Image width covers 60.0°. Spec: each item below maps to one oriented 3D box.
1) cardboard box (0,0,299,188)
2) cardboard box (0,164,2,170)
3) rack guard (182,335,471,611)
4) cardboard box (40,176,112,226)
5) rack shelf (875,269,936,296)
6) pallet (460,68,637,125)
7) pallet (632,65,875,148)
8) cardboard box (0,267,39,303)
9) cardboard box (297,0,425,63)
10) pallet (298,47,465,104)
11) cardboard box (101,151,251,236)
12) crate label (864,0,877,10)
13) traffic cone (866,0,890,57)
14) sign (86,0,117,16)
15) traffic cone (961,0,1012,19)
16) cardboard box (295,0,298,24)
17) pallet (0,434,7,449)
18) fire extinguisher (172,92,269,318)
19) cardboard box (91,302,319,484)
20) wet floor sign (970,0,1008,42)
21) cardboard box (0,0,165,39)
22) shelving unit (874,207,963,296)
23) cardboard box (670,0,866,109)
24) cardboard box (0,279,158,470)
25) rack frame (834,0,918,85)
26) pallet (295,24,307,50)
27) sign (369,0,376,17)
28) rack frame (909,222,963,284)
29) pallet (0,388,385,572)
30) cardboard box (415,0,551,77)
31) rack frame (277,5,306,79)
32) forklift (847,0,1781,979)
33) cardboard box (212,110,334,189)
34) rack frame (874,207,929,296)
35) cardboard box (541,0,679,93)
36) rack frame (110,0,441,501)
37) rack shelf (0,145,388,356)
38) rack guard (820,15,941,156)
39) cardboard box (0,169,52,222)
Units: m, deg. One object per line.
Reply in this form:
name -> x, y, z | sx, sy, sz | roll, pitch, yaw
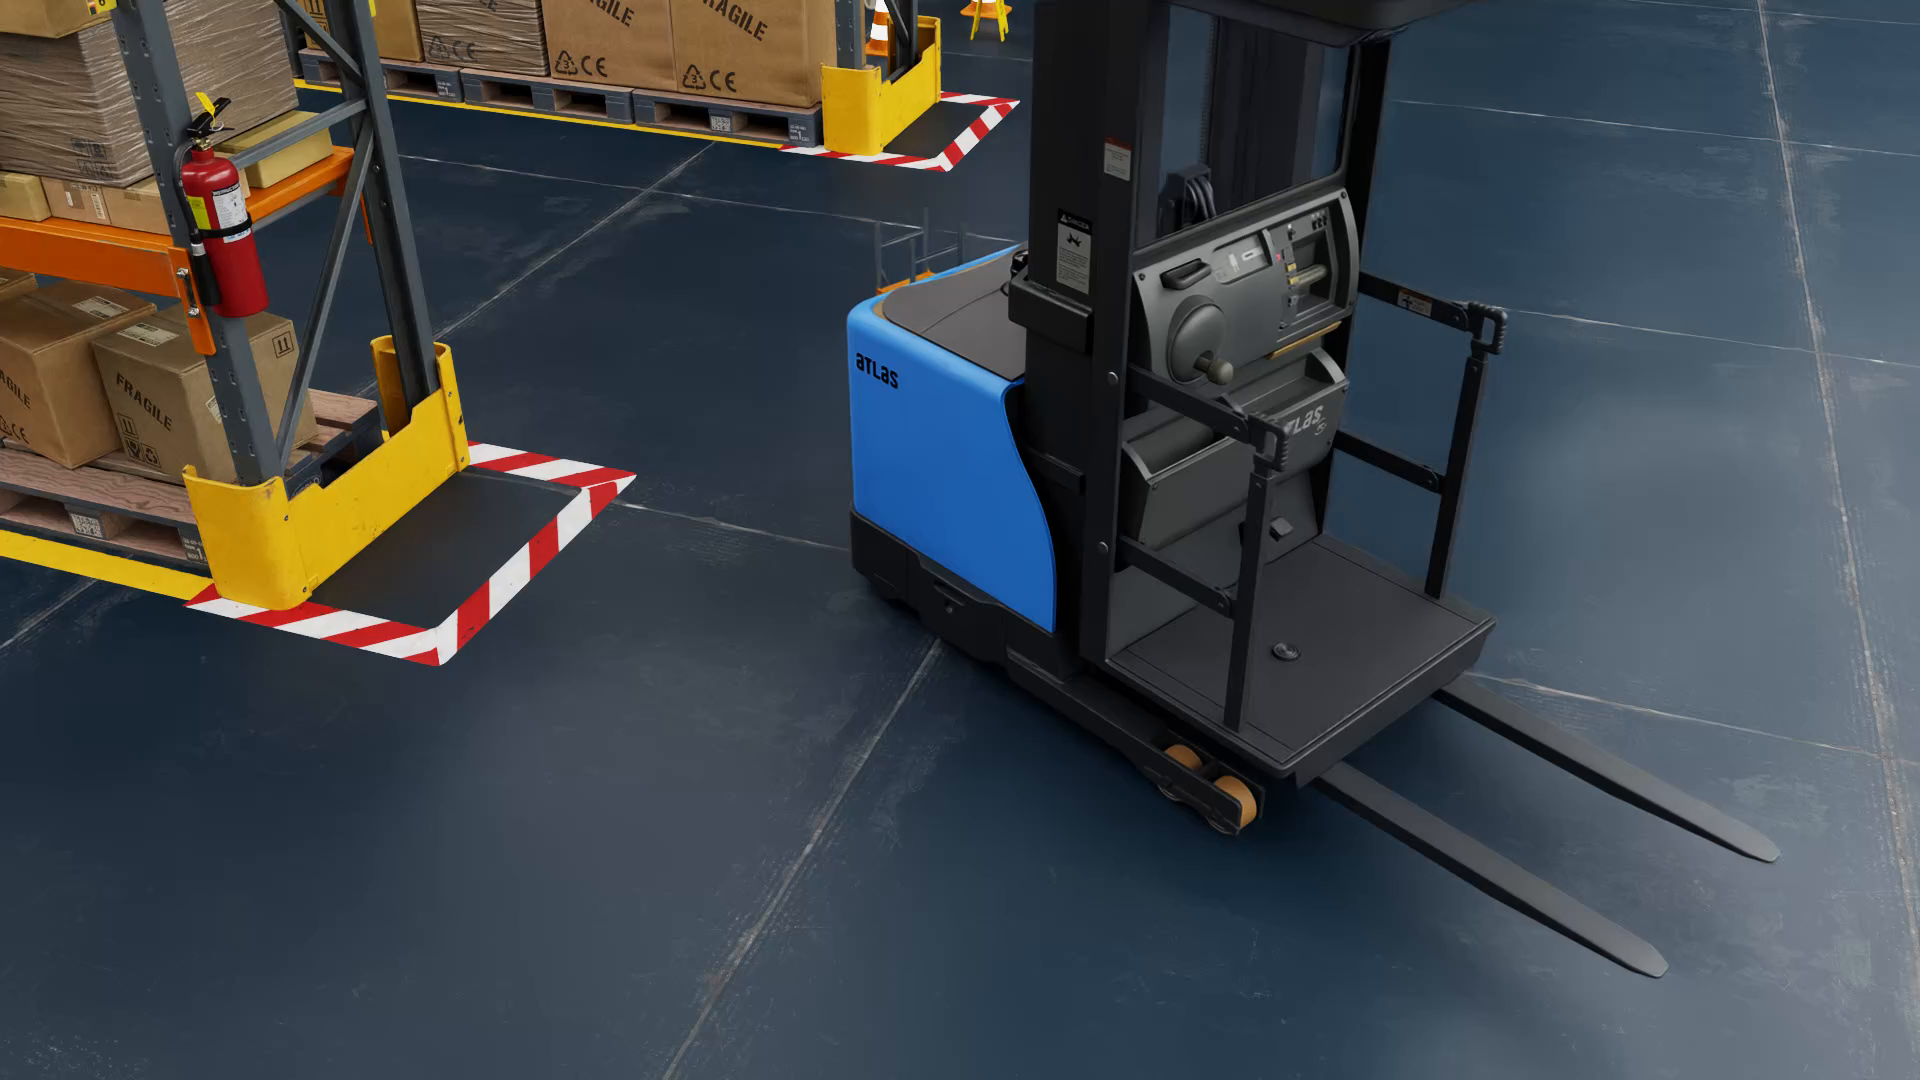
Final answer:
cardboard box -> -2.763, -1.598, 5.594 | 0.500, 0.500, 0.875 | 11, 34, 16
cardboard box -> -3.274, -1.629, 5.640 | 0.500, 0.500, 0.875 | 11, 34, 16
rack guard -> -2.326, -0.280, 6.223 | 0.348, 0.500, 1.175 | 11, 34, 16
cardboard box -> -2.827, -1.204, 5.581 | 0.250, 0.149, 0.380 | 11, 34, 16
rack shelf -> -0.142, -0.851, 5.880 | 0.258, 0.103, 0.180 | -26, 41, -34
pallet -> -2.409, -2.990, 10.686 | 1.213, 0.211, 1.003 | 11, 34, 16
pallet -> -1.265, -2.766, 10.339 | 1.213, 0.211, 1.003 | 11, 34, 16
cardboard box -> -3.993, -0.782, 6.613 | 0.500, 0.500, 0.500 | 14, 35, 21
cardboard box -> -3.683, -3.696, 10.780 | 0.875, 0.875, 0.875 | 12, 35, 17
pallet -> -3.562, -3.212, 11.031 | 1.213, 0.211, 1.003 | 11, 34, 16
cardboard box -> -2.592, -1.158, 5.510 | 0.250, 0.149, 0.380 | 11, 34, 16
crate label -> -0.566, -4.077, 12.439 | 0.298, 0.136, 0.250 | -6, 33, -9
traffic cone -> -0.506, -3.587, 11.380 | 0.334, 0.463, 0.336 | 11, 34, 16
sign -> -2.460, -1.656, 4.691 | 0.005, 0.325, 0.100 | 11, 34, 16
traffic cone -> 0.195, -4.102, 12.177 | 0.334, 0.463, 0.336 | 11, 34, 16
cardboard box -> -4.866, -3.862, 11.153 | 0.750, 0.750, 1.050 | 11, 34, 16
pallet -> -4.223, -0.550, 6.907 | 1.213, 0.211, 1.003 | 11, 34, 16
fire extinguisher -> -2.302, -1.028, 5.148 | 0.183, 0.674, 0.296 | 11, 34, 16
cardboard box -> -2.836, -0.566, 6.278 | 0.500, 0.500, 0.500 | 18, 37, 25
wet floor sign -> 0.210, -3.847, 11.614 | 0.232, 0.644, 0.267 | 5, 33, 8
cardboard box -> -2.855, -1.878, 5.105 | 0.500, 0.500, 0.500 | 11, 34, 16
shelving unit -> -0.142, -0.586, 6.051 | 0.258, 1.200, 0.189 | -26, 41, -34
cardboard box -> -1.146, -3.205, 10.020 | 0.875, 0.875, 0.875 | 11, 35, 17
cardboard box -> -3.411, -0.658, 6.421 | 0.500, 0.500, 0.500 | 21, 38, 29
rack frame -> -0.486, -3.831, 9.418 | 0.127, 3.000, 1.000 | 11, 34, 16
pallet -> -5.003, -3.494, 11.467 | 1.213, 0.211, 1.003 | 11, 34, 16
sign -> -2.071, -1.957, 5.718 | 0.005, 0.325, 0.100 | 11, 34, 16
rack frame -> -0.081, -0.549, 5.994 | 0.240, 1.200, 0.006 | -26, 41, -34
pallet -> -3.078, -0.326, 6.560 | 1.213, 0.211, 1.003 | 11, 34, 16
cardboard box -> -2.833, -3.533, 10.528 | 0.875, 0.875, 0.875 | 11, 35, 17
rack frame -> -4.251, -4.563, 10.552 | 0.127, 3.000, 1.000 | 11, 34, 16
forklift -> 0.972, -0.680, 4.602 | 1.130, 2.935, 3.031 | -26, 41, -34
cardboard box -> -2.442, -1.385, 5.861 | 0.250, 0.149, 0.380 | 11, 34, 16
rack frame -> -0.204, -0.623, 6.108 | 0.240, 1.200, 0.006 | -26, 41, -34
cardboard box -> -1.975, -3.365, 10.268 | 0.875, 0.875, 0.875 | 10, 34, 16
rack frame -> -2.254, -1.317, 5.524 | 0.127, 3.000, 1.000 | 11, 34, 16
rack shelf -> -4.137, -1.380, 6.286 | 4.000, 0.370, 1.077 | 11, 34, 16
rack guard -> -0.463, -2.776, 10.089 | 0.348, 0.500, 1.175 | 11, 34, 16
cardboard box -> -3.080, -1.223, 5.611 | 0.250, 0.149, 0.380 | 11, 34, 16
